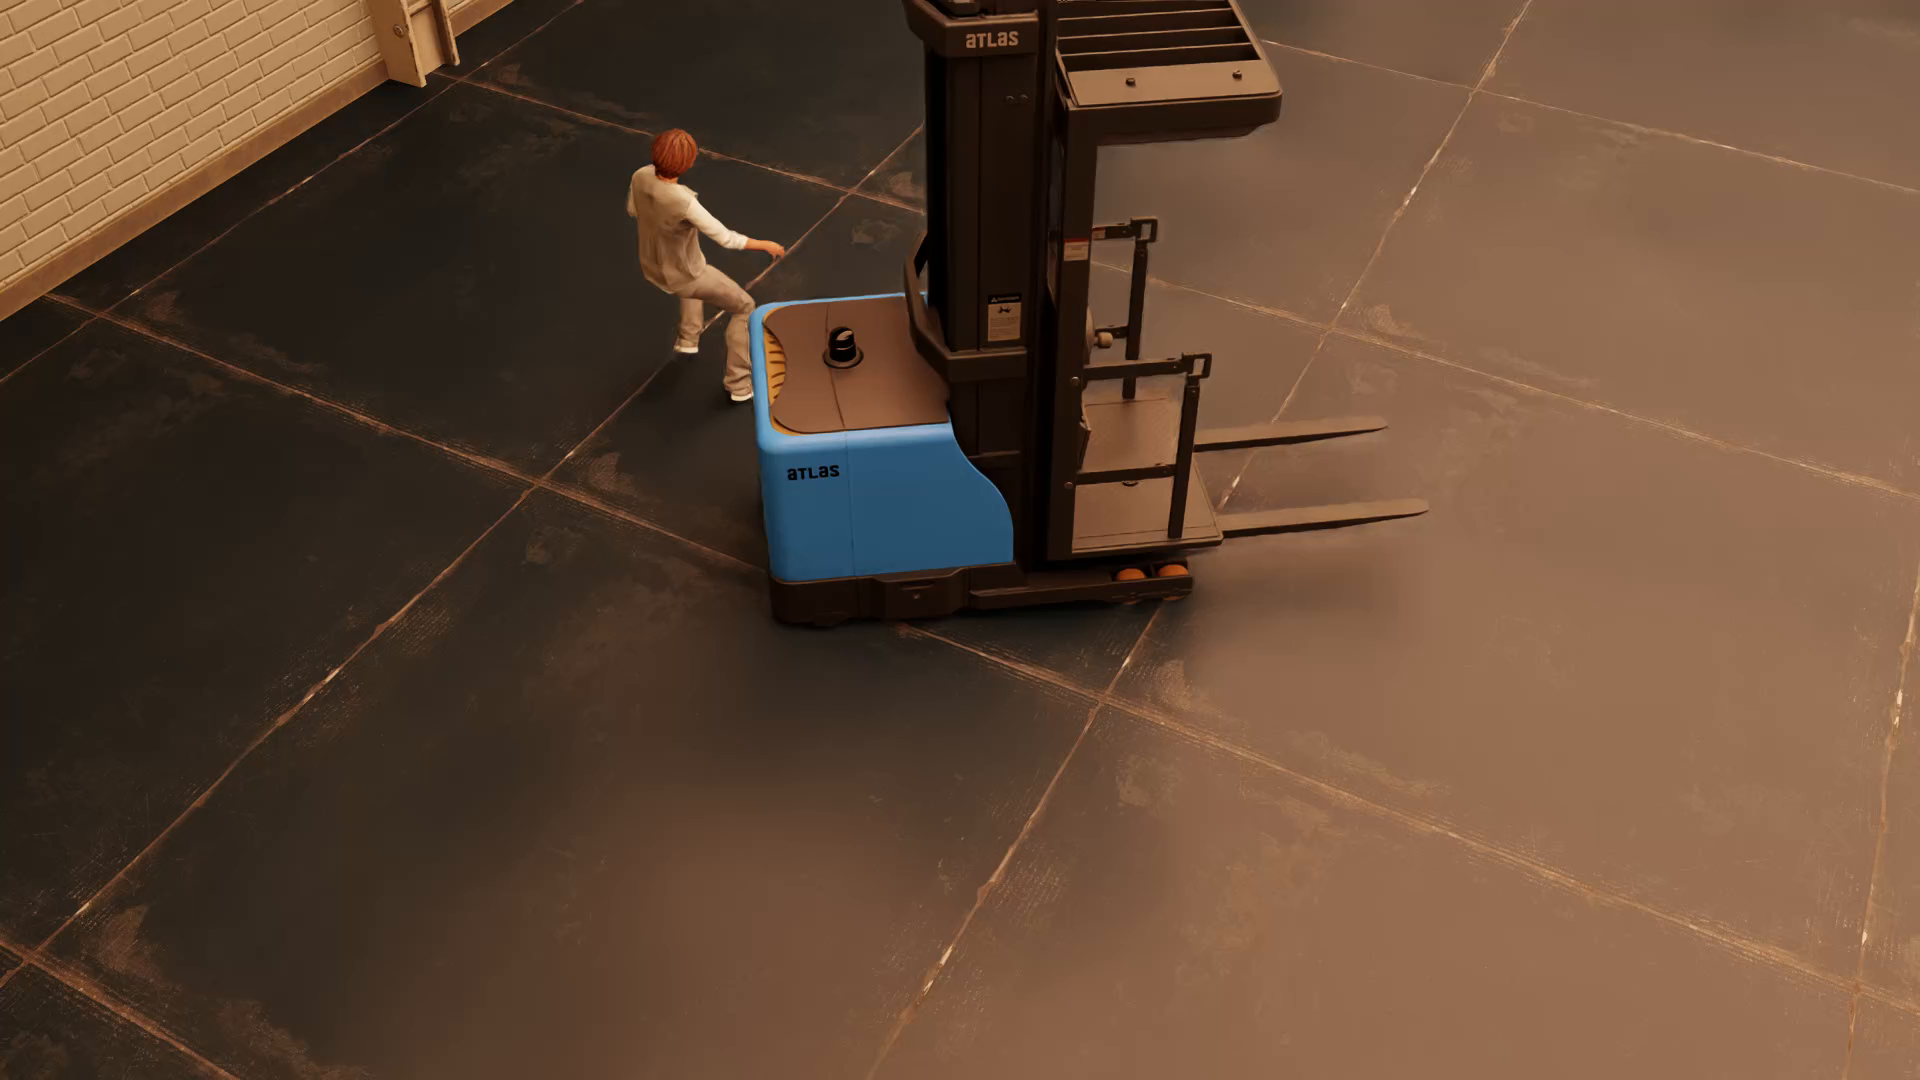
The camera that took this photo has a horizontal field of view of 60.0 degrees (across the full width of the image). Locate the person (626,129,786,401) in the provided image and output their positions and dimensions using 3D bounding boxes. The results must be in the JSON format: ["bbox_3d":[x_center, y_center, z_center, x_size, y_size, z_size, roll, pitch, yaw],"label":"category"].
[{"bbox_3d":[-1.281,-1.425,8.247,0.672,1.467,0.571,31,51,28],"label":"person"}]

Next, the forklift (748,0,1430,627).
[{"bbox_3d":[0.612,-1.134,6.858,3.031,2.935,1.130,-5,44,-6],"label":"forklift"}]
